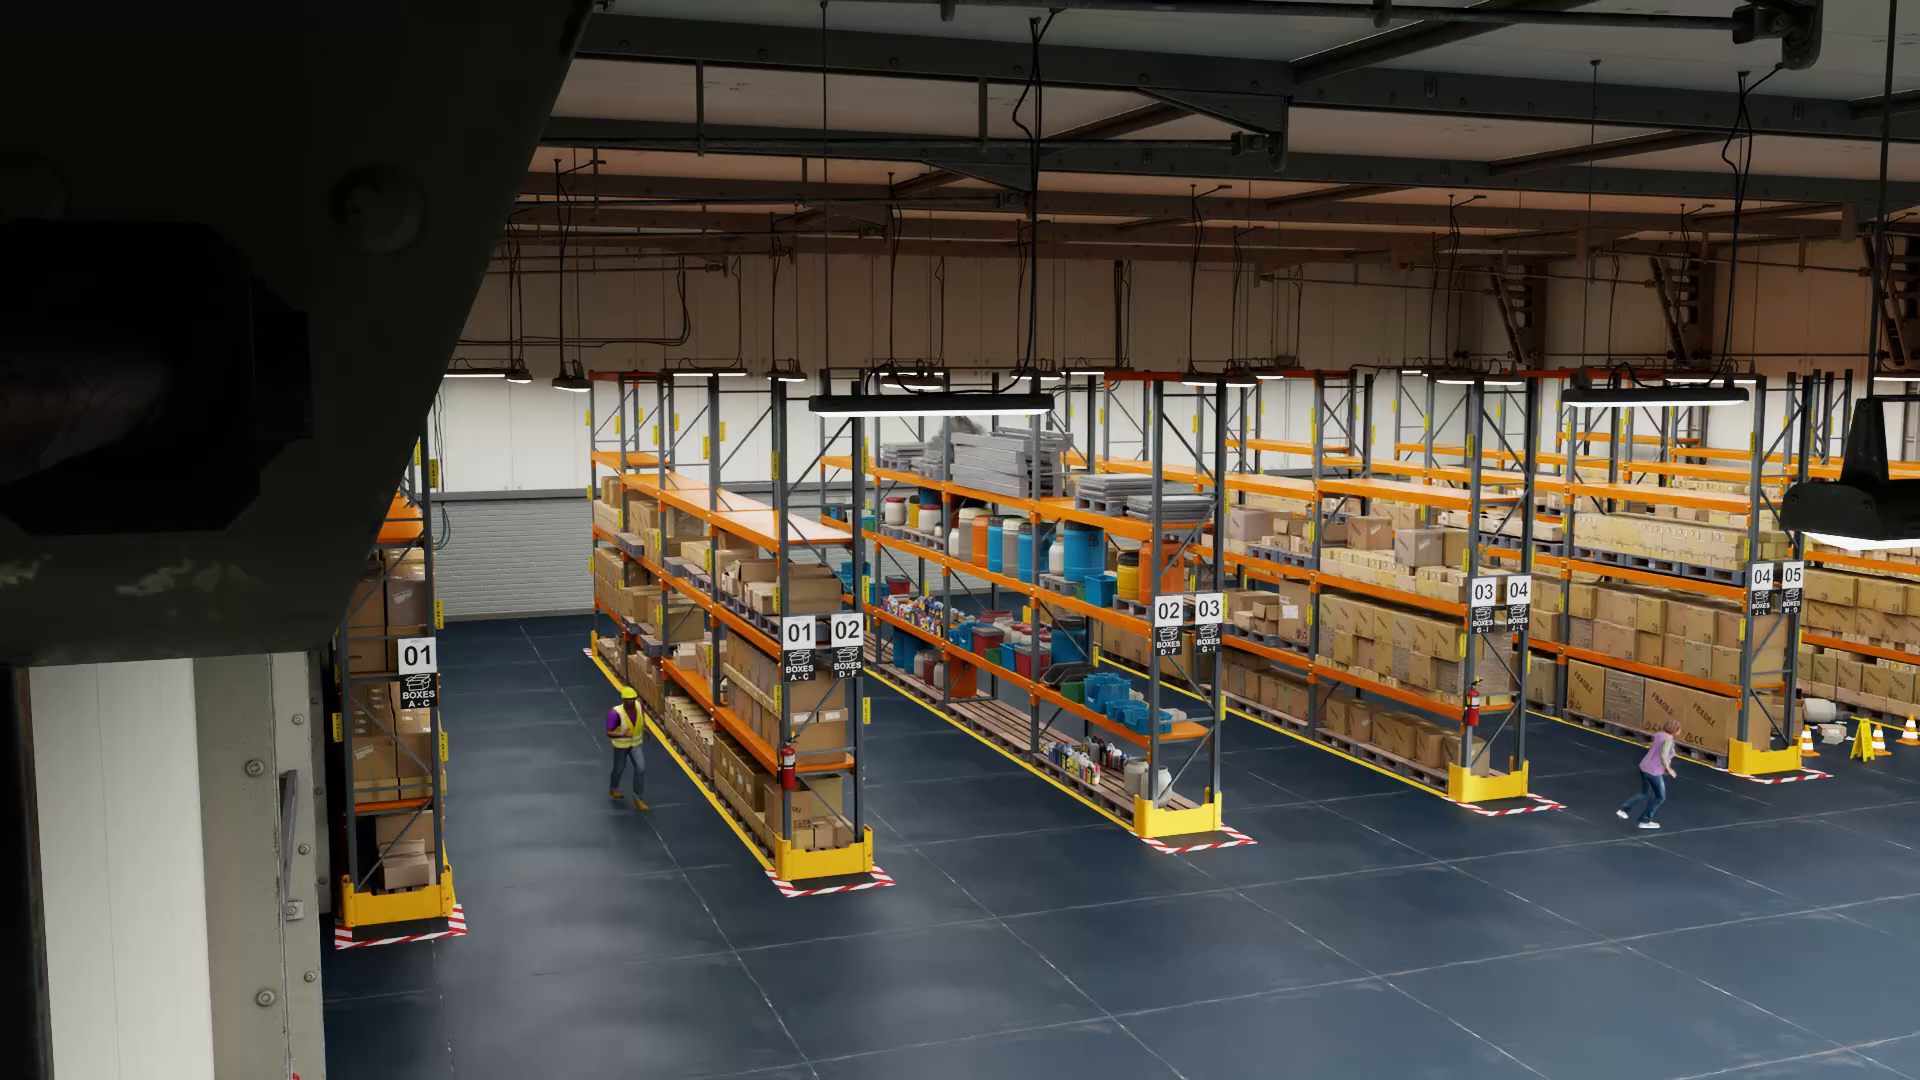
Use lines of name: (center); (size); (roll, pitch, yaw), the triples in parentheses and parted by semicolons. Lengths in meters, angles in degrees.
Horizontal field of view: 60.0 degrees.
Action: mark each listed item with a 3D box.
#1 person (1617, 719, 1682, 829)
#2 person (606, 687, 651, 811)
person: (9.209, 3.113, 22.205); (0.742, 1.501, 0.517); (1, 6, 5)
person: (-4.648, 2.879, 23.253); (0.717, 1.733, 0.982); (-4, 7, -31)
